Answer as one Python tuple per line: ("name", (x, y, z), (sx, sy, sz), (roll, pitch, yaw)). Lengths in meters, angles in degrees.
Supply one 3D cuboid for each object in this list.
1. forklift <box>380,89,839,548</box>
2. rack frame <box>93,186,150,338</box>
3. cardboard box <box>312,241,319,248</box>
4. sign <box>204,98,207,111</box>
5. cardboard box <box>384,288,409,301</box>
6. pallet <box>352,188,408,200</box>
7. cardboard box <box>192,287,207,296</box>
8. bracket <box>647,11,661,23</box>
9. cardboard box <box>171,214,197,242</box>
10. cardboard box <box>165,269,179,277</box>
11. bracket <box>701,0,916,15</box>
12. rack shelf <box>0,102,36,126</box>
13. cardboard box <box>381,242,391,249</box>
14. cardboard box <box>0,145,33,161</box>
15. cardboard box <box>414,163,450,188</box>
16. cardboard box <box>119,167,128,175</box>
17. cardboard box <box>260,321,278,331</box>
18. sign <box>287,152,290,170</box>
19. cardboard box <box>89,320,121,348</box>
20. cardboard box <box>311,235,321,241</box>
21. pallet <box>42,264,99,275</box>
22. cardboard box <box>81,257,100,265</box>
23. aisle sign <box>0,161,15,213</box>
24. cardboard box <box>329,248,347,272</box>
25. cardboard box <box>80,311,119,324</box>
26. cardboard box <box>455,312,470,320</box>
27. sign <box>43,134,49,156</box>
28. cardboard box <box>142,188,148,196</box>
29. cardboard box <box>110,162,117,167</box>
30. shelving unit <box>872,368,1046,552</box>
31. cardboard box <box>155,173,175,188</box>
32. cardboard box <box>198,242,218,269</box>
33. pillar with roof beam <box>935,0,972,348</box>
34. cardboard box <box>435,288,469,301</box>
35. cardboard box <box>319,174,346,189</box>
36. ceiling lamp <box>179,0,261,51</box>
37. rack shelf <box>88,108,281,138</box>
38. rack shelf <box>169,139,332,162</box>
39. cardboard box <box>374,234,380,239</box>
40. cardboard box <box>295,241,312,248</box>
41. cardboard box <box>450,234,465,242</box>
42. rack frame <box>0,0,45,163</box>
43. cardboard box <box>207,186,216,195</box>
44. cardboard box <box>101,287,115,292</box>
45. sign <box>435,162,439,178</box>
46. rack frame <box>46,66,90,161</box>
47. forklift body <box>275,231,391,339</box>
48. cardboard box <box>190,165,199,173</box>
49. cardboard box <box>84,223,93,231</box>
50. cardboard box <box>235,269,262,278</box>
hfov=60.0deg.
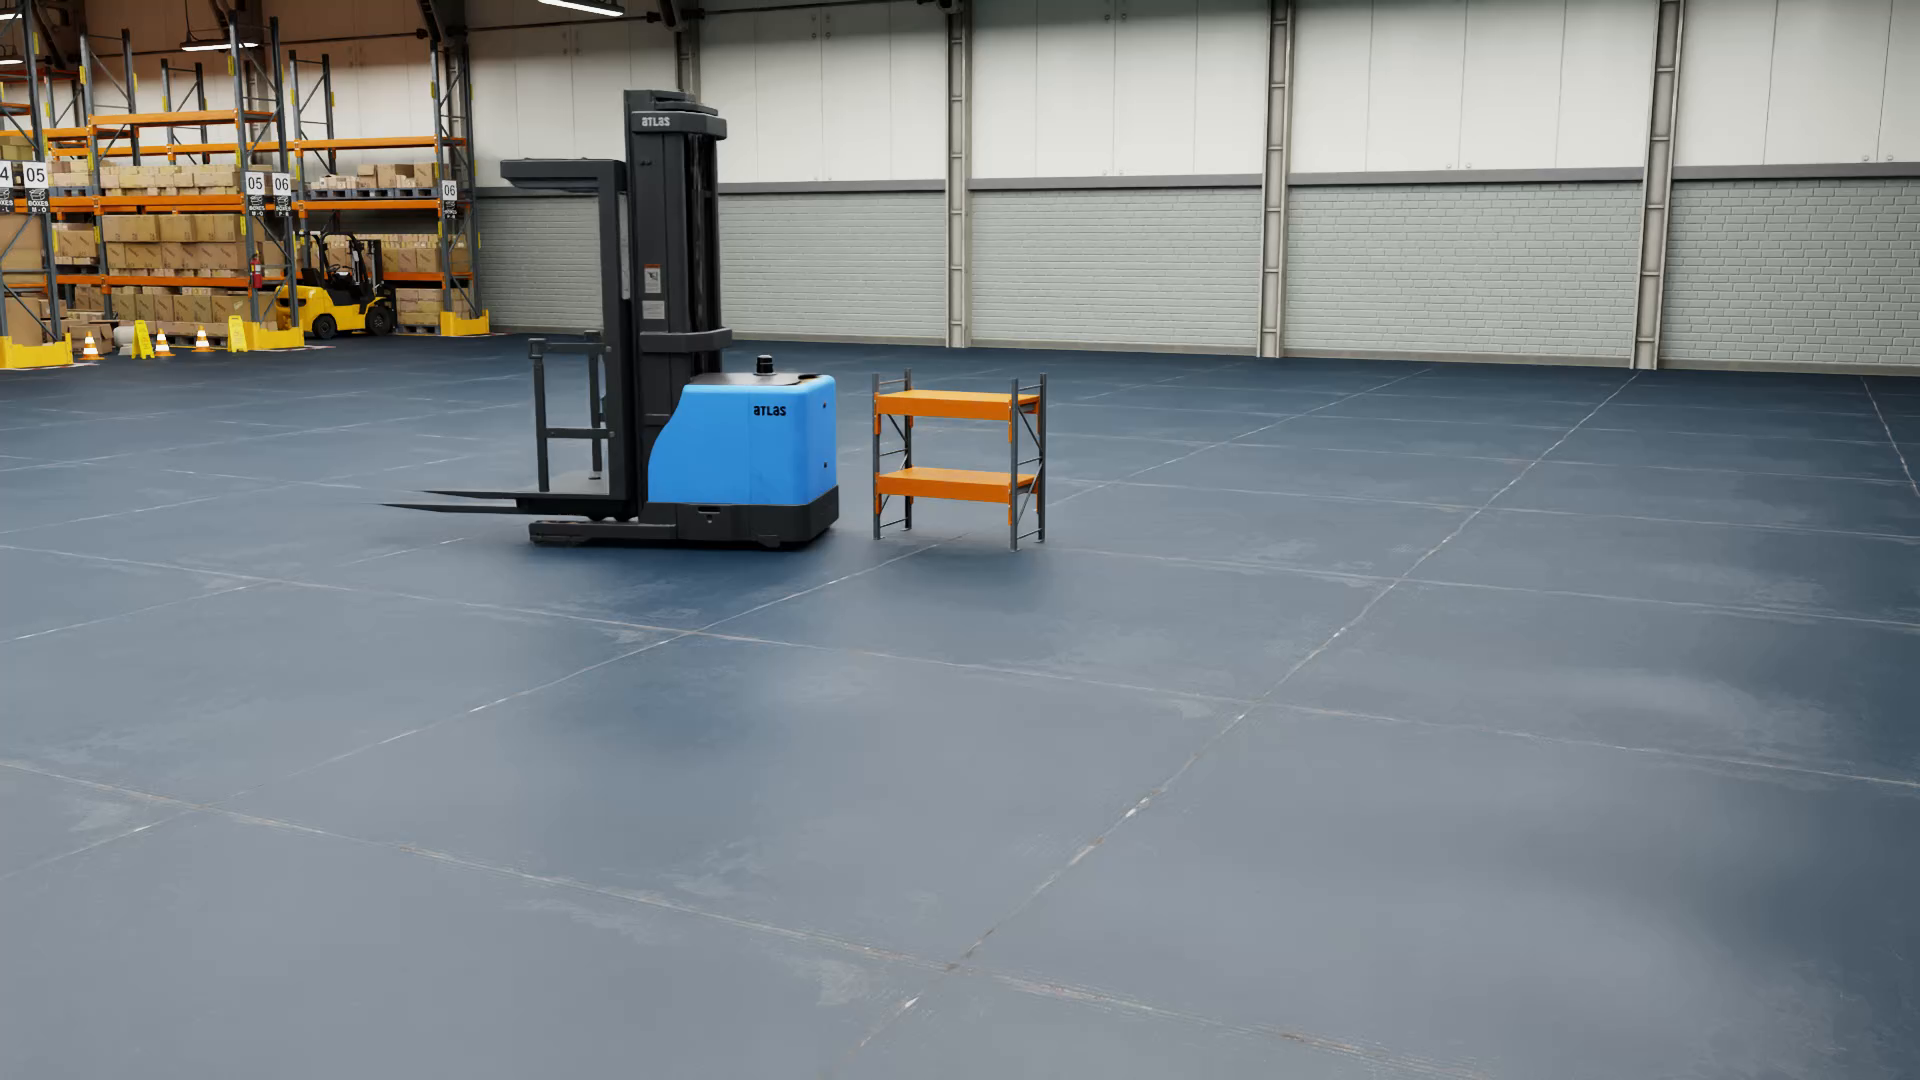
("forklift", (-2.409, -1.487, 11.219), (3.031, 2.935, 1.130), (1, 10, 8))
("rack frame", (-16.340, -5.383, 32.548), (0.127, 3.000, 1.000), (5, 11, 26))
("cardboard box", (-13.977, -6.477, 36.492), (0.250, 0.149, 0.380), (5, 11, 25))
("sign", (-17.492, -10.069, 38.531), (0.005, 0.325, 0.100), (5, 11, 26))
("cardboard box", (-12.028, -5.270, 35.660), (0.500, 0.250, 0.500), (5, 11, 27))
("pallet", (-12.280, -7.449, 35.790), (1.213, 0.211, 1.003), (5, 11, 26))
("cardboard box", (-14.169, -4.669, 31.221), (0.250, 0.149, 0.380), (5, 12, 27))
("bracket", (-5.934, -10.286, 32.687), (0.430, 0.232, 0.235), (5, 11, 26))
("cardboard box", (-14.261, -5.825, 31.070), (0.500, 0.500, 0.700), (5, 11, 25))
("cardboard box", (-14.818, -5.065, 31.500), (0.250, 0.149, 0.380), (5, 11, 26))
("bracket", (-2.864, -10.016, 31.196), (4.783, 0.066, 0.076), (5, 11, 26))
("rack shelf", (-16.646, -6.828, 26.830), (4.000, 0.370, 1.077), (5, 11, 26))
("cardboard box", (-12.156, -6.309, 35.562), (0.250, 0.149, 0.380), (5, 11, 26))
("cardboard box", (-15.171, -6.152, 26.504), (0.500, 0.250, 0.500), (5, 11, 26))
("cardboard box", (-11.064, -7.637, 34.844), (0.500, 0.500, 0.500), (5, 12, 28))
("cardboard box", (-15.723, -7.012, 31.597), (0.250, 0.149, 0.380), (5, 11, 24))
("cardboard box", (-13.354, -4.029, 31.609), (0.500, 0.250, 0.500), (5, 11, 25))
("sign", (-12.513, -7.060, 30.940), (0.005, 0.325, 0.100), (5, 11, 26))
("cardboard box", (-15.981, -3.852, 31.103), (0.500, 0.500, 0.500), (-4, 11, -23))
("cardboard box", (-13.992, -6.618, 36.436), (0.250, 0.149, 0.380), (5, 12, 27))
("pallet", (-18.134, -5.454, 33.481), (1.213, 0.211, 1.003), (5, 11, 26))
("cardboard box", (-16.923, -5.462, 32.513), (0.250, 0.149, 0.380), (5, 11, 27))
("aisle sign", (-14.921, -5.495, 25.867), (0.004, 0.787, 0.394), (5, 11, 26))
("cardboard box", (-13.390, -6.110, 36.285), (0.500, 0.500, 0.500), (5, 12, 27))
("cardboard box", (-16.811, -4.337, 32.971), (0.625, 0.372, 0.950), (5, 11, 27))
("cardboard box", (-10.914, -4.784, 35.782), (0.500, 0.250, 0.500), (5, 11, 26))
("sign", (-14.601, -6.302, 26.529), (0.005, 0.325, 0.100), (5, 11, 26))
("cardboard box", (-15.246, -6.591, 31.507), (0.250, 0.149, 0.380), (5, 11, 24))
("cardboard box", (-17.138, -7.385, 33.029), (0.500, 0.250, 0.500), (5, 11, 25))
("shelving unit", (-0.006, -0.554, 11.133), (1.048, 1.125, 0.538), (5, 11, 26))
("cardboard box", (-14.703, -6.733, 31.171), (0.500, 0.250, 0.500), (5, 11, 26))
("cardboard box", (-13.808, -5.302, 30.986), (0.500, 0.500, 0.500), (5, 11, 26))
("pillar with roof beam", (-1.929, -7.378, 26.729), (0.548, 9.000, 9.100), (5, 11, 26))
("cardboard box", (-10.907, -5.274, 35.683), (0.500, 0.250, 0.500), (5, 11, 25))
("cardboard box", (-13.509, -7.759, 36.047), (0.500, 0.311, 0.500), (5, 12, 27))
("ceiling lamp", (-14.995, -11.638, 33.876), (2.000, 3.185, 0.800), (5, 11, 26))
("rack shelf", (-14.546, -7.821, 31.207), (4.000, 0.370, 1.077), (5, 11, 26))
("rack shelf", (-15.940, -8.734, 37.366), (4.000, 0.370, 1.077), (5, 11, 26))
("cardboard box", (-12.352, -6.490, 35.728), (0.250, 0.149, 0.380), (5, 11, 27))
("cardboard box", (-14.551, -6.535, 36.816), (0.250, 0.149, 0.380), (5, 12, 28))
("cardboard box", (-10.766, -6.436, 35.430), (0.250, 0.149, 0.380), (5, 11, 25))
("rack frame", (-14.852, -7.221, 25.860), (0.127, 3.000, 1.000), (5, 11, 26))
("cardboard box", (-13.657, -6.444, 30.695), (0.250, 0.149, 0.380), (5, 12, 28))
("cardboard box", (-20.347, -5.984, 39.888), (0.250, 0.149, 0.380), (5, 11, 25))
("sign", (-10.812, -7.648, 34.377), (0.005, 0.325, 0.100), (5, 11, 26))
("rack frame", (-21.321, -9.758, 39.879), (0.127, 3.000, 1.000), (5, 11, 26))
("forklift body", (-13.067, -5.301, 34.480), (1.214, 2.155, 2.313), (5, 11, 26))
("cardboard box", (-14.059, -6.884, 30.887), (0.250, 0.149, 0.380), (5, 11, 26))
("cardboard box", (-17.625, -6.267, 33.316), (0.250, 0.149, 0.380), (6, 12, 29))
("cardboard box", (-13.183, -4.939, 30.803), (0.250, 0.149, 0.380), (5, 12, 28))
